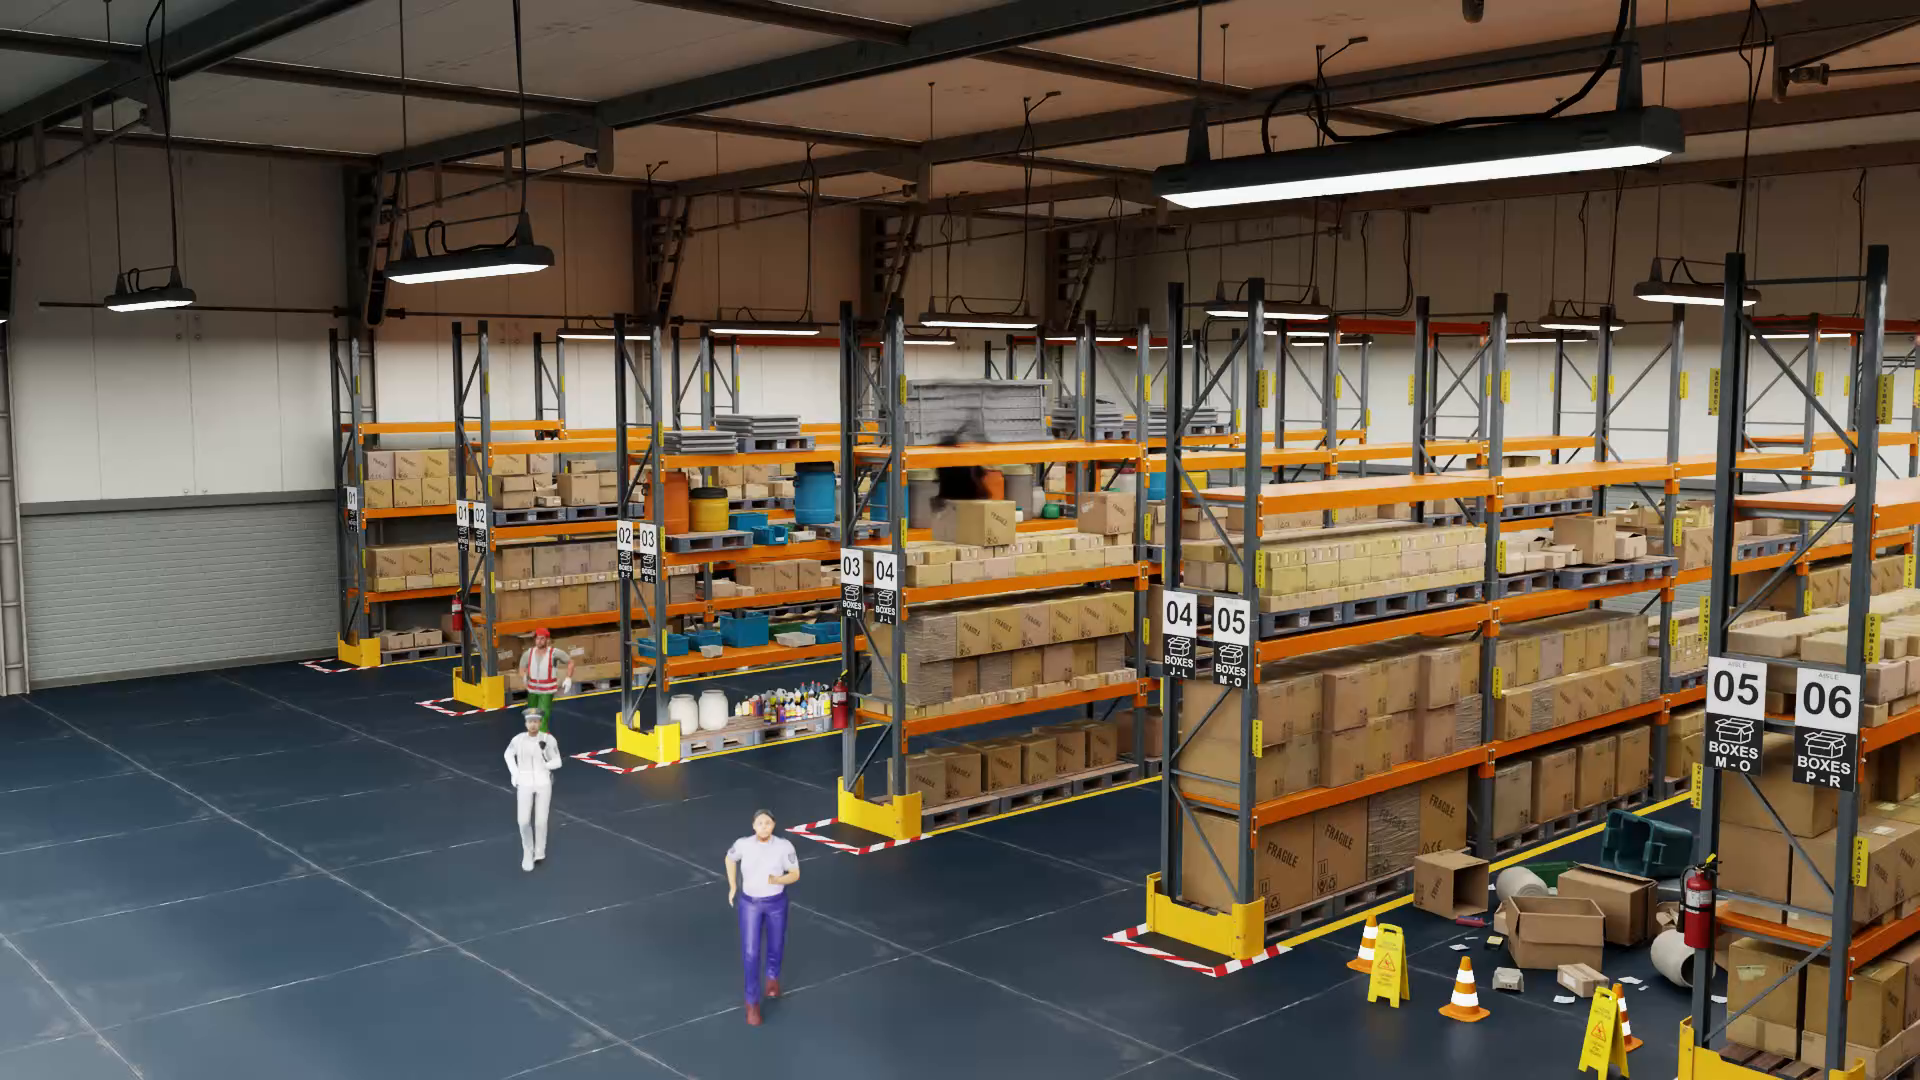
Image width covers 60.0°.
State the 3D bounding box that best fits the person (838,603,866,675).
[{"bbox_3d":[-1.881,1.562,28.001,0.563,1.663,0.572,4,7,38],"label":"person"}]

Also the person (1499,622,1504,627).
[{"bbox_3d":[7.742,1.955,24.253,0.600,1.643,0.576,5,8,43],"label":"person"}]

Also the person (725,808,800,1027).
[{"bbox_3d":[-1.598,3.017,13.524,0.580,1.710,0.762,-1,6,-11],"label":"person"}]

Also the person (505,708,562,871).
[{"bbox_3d":[-4.477,2.610,17.450,0.592,1.727,0.657,-1,6,-12],"label":"person"}]

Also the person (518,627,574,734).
[{"bbox_3d":[-5.574,2.079,22.308,0.696,1.850,0.756,1,6,10],"label":"person"}]
